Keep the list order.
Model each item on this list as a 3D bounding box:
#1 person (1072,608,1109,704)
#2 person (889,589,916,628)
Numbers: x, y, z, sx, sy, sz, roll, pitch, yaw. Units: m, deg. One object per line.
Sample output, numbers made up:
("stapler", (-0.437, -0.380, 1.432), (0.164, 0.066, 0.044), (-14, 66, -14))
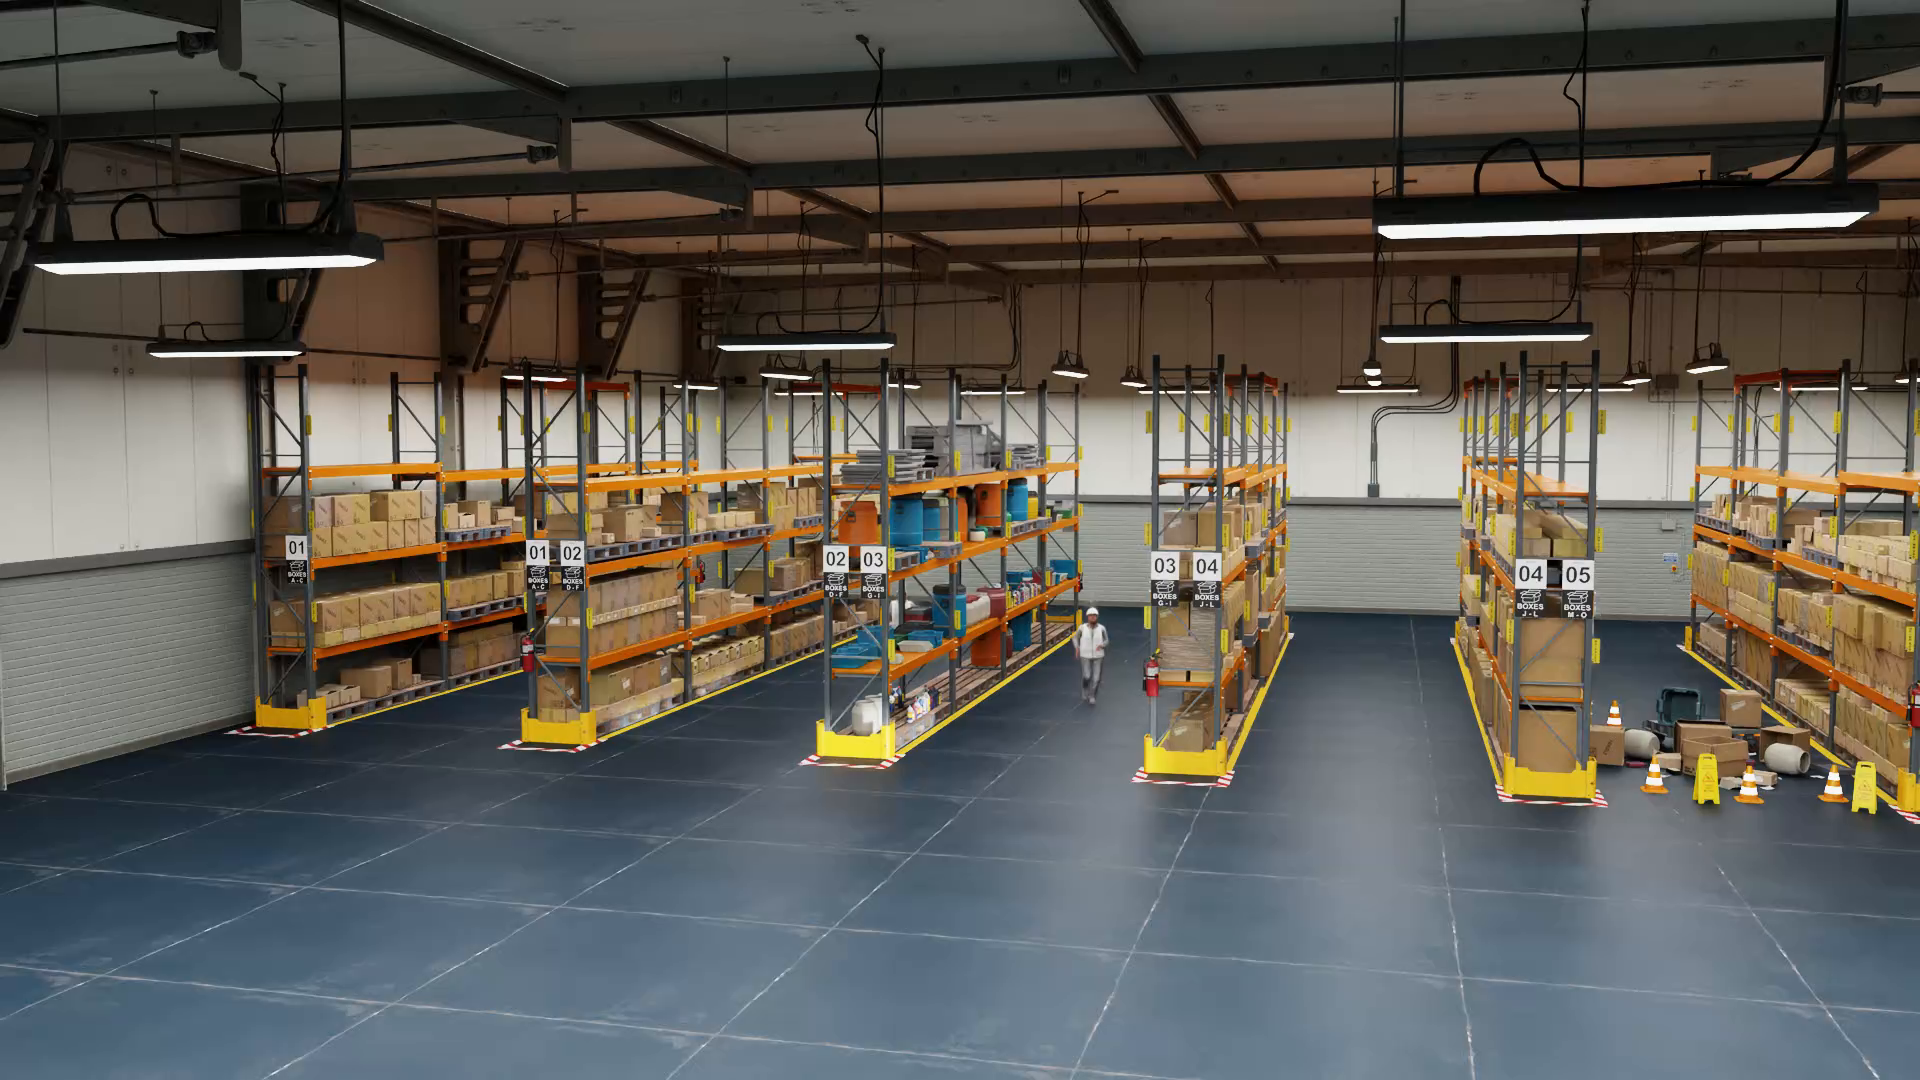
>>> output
("person", (2.351, 2.082, 29.696), (0.644, 1.730, 0.591), (0, 4, -2))
("person", (-1.168, 1.815, 33.768), (0.668, 1.728, 0.639), (1, 4, 10))
